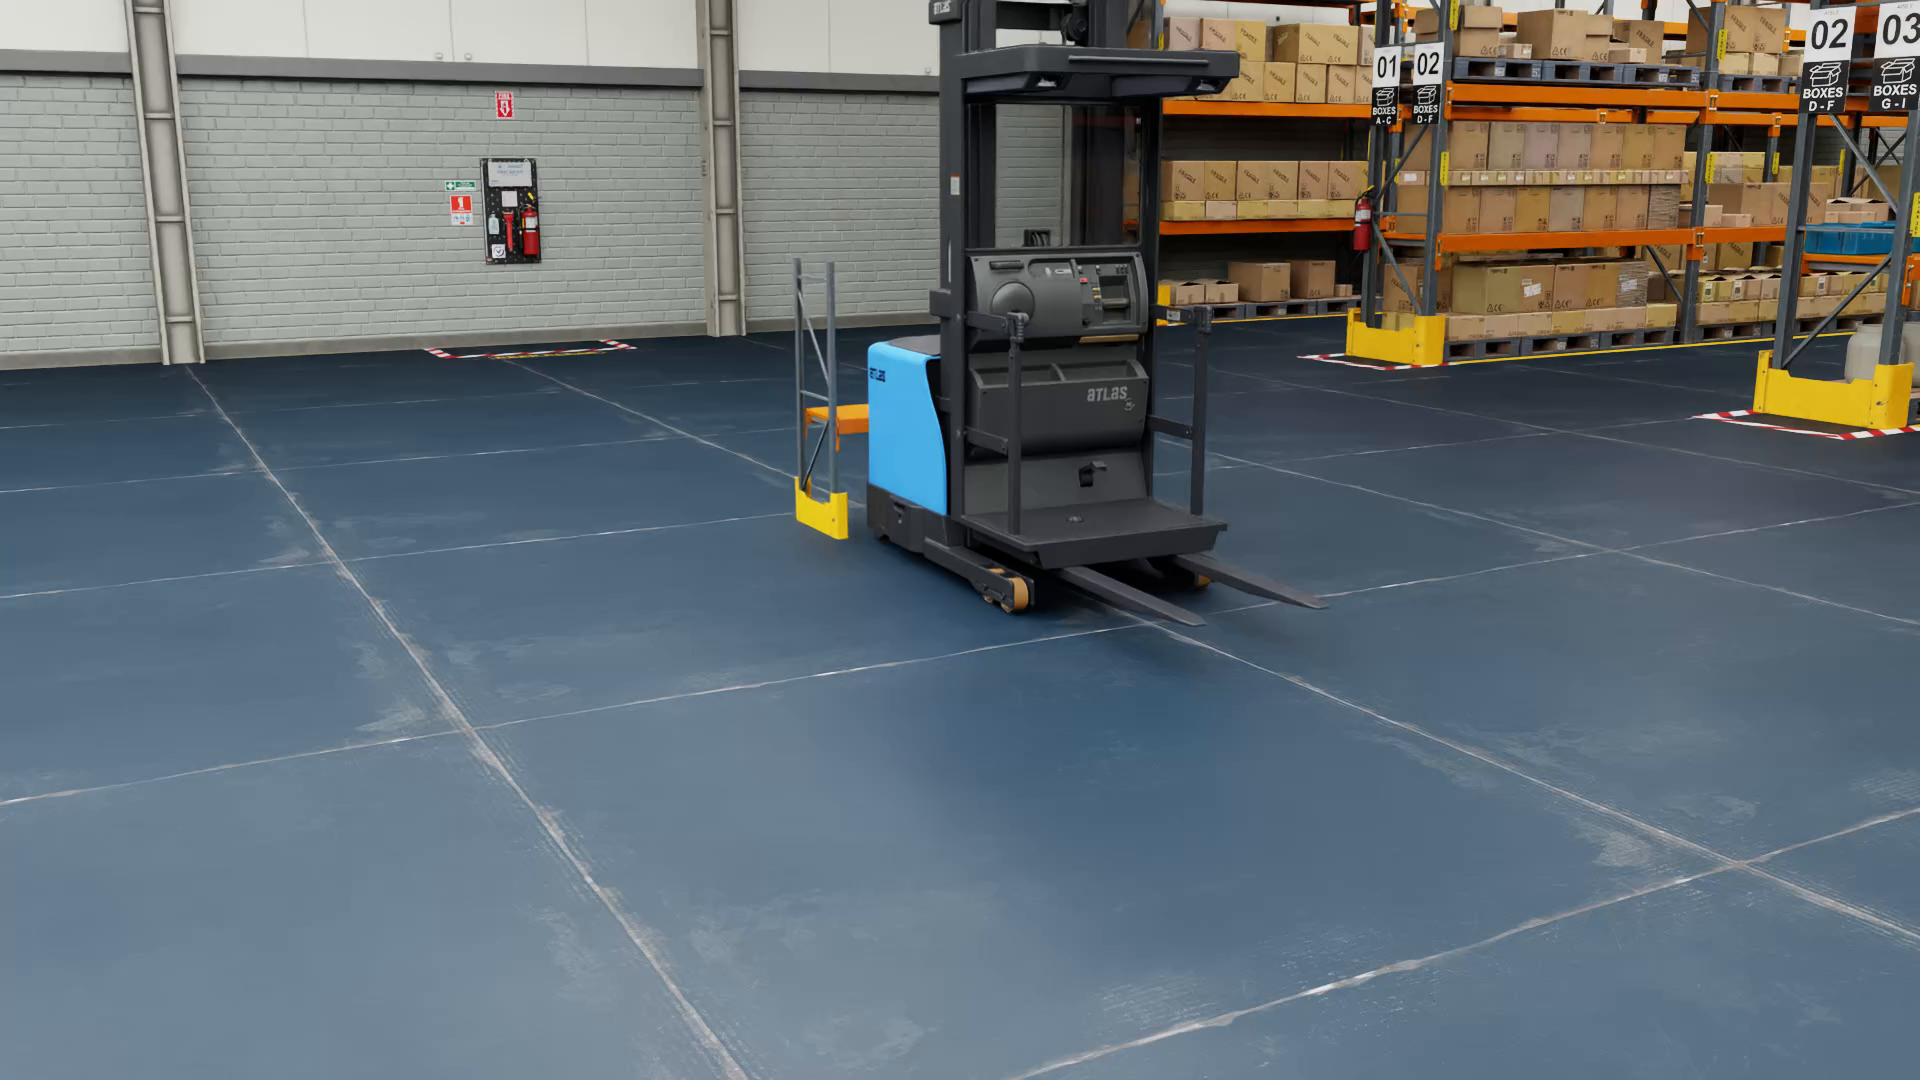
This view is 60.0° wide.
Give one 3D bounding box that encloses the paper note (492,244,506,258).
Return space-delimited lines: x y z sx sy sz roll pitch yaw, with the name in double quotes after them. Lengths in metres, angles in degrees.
-5.206 -3.260 18.768 0.142 0.148 0.016 -7 14 -28 "paper note"

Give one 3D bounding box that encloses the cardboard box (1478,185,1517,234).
5.488 -3.536 17.760 0.500 0.500 0.700 -6 14 -26 "cardboard box"

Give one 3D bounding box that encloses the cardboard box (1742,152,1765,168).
12.482 -6.072 26.598 0.500 0.250 0.500 -6 14 -26 "cardboard box"

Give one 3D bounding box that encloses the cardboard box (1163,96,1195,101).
2.649 -5.847 21.154 0.500 0.500 0.500 -6 14 -26 "cardboard box"

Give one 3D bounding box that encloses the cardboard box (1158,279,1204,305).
2.887 -3.297 22.047 0.500 0.311 0.500 -9 15 -34 "cardboard box"

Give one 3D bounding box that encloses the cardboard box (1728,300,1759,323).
9.046 -2.716 19.654 0.500 0.250 0.500 -6 14 -26 "cardboard box"

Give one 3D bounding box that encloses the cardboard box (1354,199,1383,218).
5.477 -4.587 22.957 0.500 0.250 0.500 -7 14 -28 "cardboard box"

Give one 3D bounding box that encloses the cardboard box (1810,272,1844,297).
10.396 -3.152 20.310 0.500 0.311 0.500 -7 14 -28 "cardboard box"

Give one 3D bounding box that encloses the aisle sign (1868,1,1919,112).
7.060 -3.633 12.500 0.004 0.787 0.394 -7 14 -28 "aisle sign"

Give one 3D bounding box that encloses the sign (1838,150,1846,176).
11.367 -4.855 21.395 0.005 0.325 0.100 -7 14 -28 "sign"

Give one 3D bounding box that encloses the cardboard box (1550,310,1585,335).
6.508 -2.418 18.330 0.500 0.250 0.500 -7 14 -28 "cardboard box"

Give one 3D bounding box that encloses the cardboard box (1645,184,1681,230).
7.737 -3.806 18.960 0.500 0.500 0.700 -7 15 -29 "cardboard box"

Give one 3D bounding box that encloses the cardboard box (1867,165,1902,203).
12.134 -4.567 21.387 0.700 0.500 0.500 11 17 41 "cardboard box"

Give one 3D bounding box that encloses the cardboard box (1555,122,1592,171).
6.416 -4.280 18.113 0.500 0.500 0.700 -7 14 -28 "cardboard box"

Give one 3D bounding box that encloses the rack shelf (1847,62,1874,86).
8.739 -3.752 13.755 4.000 0.370 1.077 -7 14 -28 "rack shelf"

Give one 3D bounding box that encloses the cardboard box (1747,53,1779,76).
9.150 -5.521 19.364 0.500 0.250 0.500 -8 15 -33 "cardboard box"

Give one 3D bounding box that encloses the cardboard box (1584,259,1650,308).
7.377 -2.893 18.729 0.500 0.500 0.500 -7 14 -28 "cardboard box"

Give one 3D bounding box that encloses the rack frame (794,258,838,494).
-0.800 -0.797 9.233 0.032 1.500 0.500 -7 14 -27 "rack frame"

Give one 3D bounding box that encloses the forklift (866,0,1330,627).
0.577 -1.206 7.790 1.130 2.935 3.031 -6 14 -25 "forklift"

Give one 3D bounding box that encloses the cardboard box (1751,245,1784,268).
13.475 -4.645 27.654 0.500 0.500 0.700 -7 14 -27 "cardboard box"

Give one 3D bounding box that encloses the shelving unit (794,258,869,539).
-0.342 -0.850 9.469 1.083 1.500 0.587 -7 14 -27 "shelving unit"

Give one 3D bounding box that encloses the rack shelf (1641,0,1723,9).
6.368 -5.975 17.713 4.000 0.370 1.077 -7 14 -28 "rack shelf"

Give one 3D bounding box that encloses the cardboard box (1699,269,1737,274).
9.235 -3.148 20.292 0.500 0.311 0.500 -7 14 -28 "cardboard box"

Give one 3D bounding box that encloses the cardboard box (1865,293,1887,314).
11.290 -2.987 20.854 0.500 0.250 0.500 -6 14 -27 "cardboard box"

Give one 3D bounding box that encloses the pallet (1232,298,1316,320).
4.102 -3.192 22.812 1.213 0.211 1.003 -7 14 -28 "pallet"

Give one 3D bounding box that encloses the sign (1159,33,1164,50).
2.496 -6.123 20.664 0.005 0.325 0.100 -7 14 -28 "sign"

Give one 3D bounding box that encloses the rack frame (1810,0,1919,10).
6.983 -5.356 12.412 0.127 3.000 1.000 -7 14 -28 "rack frame"

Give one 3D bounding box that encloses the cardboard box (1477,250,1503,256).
7.672 -4.352 24.599 0.500 0.250 0.500 -7 14 -28 "cardboard box"

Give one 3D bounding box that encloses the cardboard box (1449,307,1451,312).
5.375 -2.416 18.317 0.500 0.250 0.500 -7 14 -28 "cardboard box"

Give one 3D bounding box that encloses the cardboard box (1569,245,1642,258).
9.966 -4.388 25.715 0.750 0.750 0.750 -7 14 -29 "cardboard box"

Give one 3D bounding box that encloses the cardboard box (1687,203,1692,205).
8.808 -3.867 19.767 0.258 0.266 0.396 -7 15 -29 "cardboard box"

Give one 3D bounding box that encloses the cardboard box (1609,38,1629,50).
7.082 -5.439 18.541 0.500 0.311 0.500 -8 15 -31 "cardboard box"

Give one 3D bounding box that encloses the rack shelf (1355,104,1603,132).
7.503 -6.082 24.108 4.000 0.370 1.077 -7 14 -28 "rack shelf"

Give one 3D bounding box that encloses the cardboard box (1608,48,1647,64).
7.196 -5.239 18.022 0.250 0.149 0.380 -7 14 -28 "cardboard box"

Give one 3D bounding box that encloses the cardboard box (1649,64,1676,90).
10.588 -7.090 25.721 0.500 0.500 0.700 -6 14 -25 "cardboard box"

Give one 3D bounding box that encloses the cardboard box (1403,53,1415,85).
6.265 -6.518 23.224 0.500 0.500 0.500 -5 13 -20 "cardboard box"

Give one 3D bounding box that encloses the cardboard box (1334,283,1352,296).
5.292 -3.529 23.411 0.250 0.166 0.380 -9 16 -35 "cardboard box"

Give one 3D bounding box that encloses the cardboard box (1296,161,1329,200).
4.598 -4.848 22.405 0.500 0.500 0.500 -7 15 -29 "cardboard box"

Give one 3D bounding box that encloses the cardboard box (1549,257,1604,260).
7.132 -2.991 19.168 0.500 0.500 0.500 -7 14 -28 "cardboard box"

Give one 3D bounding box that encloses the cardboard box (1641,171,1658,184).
7.541 -4.046 18.552 0.250 0.149 0.380 -7 15 -30 "cardboard box"

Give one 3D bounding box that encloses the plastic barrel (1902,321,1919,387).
7.964 -1.557 13.905 0.421 0.512 0.421 0 13 0 "plastic barrel"

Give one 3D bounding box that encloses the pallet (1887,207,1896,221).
12.196 -4.217 21.451 1.003 0.211 1.213 -7 14 -28 "pallet"

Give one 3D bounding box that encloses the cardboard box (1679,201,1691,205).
11.233 -5.247 26.118 0.250 0.149 0.380 -6 14 -26 "cardboard box"

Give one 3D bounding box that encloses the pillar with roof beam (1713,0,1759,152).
15.032 -7.938 23.886 0.400 9.000 9.100 -7 14 -28 "pillar with roof beam"

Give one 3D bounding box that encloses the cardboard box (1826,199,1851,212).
10.757 -4.125 20.811 0.500 0.311 0.500 -7 14 -29 "cardboard box"

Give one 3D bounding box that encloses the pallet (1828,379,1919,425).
7.743 -1.170 13.828 1.213 0.211 1.003 -7 14 -28 "pallet"

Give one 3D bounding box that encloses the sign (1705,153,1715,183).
8.391 -4.159 18.605 0.005 0.325 0.100 -7 14 -28 "sign"

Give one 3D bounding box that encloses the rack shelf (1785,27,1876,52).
14.524 -8.192 27.563 4.000 0.370 1.077 -7 14 -28 "rack shelf"

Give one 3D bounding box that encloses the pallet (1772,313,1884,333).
10.894 -2.786 21.008 1.213 0.211 1.003 -7 14 -28 "pallet"

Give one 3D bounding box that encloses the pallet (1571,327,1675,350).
7.406 -2.369 19.154 1.213 0.211 1.003 -7 14 -28 "pallet"

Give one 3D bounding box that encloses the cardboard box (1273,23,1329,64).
4.508 -6.547 21.987 0.500 0.500 0.500 -7 15 -30 "cardboard box"

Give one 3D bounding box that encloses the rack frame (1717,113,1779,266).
12.769 -5.601 27.163 0.127 3.000 1.000 -7 14 -28 "rack frame"

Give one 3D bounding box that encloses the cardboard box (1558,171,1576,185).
6.410 -3.911 17.948 0.250 0.149 0.380 -7 14 -27 "cardboard box"

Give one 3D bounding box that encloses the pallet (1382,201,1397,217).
6.488 -4.718 23.678 1.213 0.211 1.003 -7 14 -28 "pallet"

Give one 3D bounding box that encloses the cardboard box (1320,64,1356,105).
4.972 -6.129 22.408 0.500 0.500 0.500 -8 15 -33 "cardboard box"

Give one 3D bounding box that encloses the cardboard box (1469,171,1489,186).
5.291 -3.777 17.356 0.250 0.149 0.380 -7 15 -29 "cardboard box"

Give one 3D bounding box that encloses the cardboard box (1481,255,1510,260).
7.721 -4.000 24.741 0.500 0.500 0.700 -7 14 -28 "cardboard box"

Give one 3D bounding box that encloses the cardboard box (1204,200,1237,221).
3.266 -4.322 21.779 0.500 0.250 0.500 -7 15 -30 "cardboard box"

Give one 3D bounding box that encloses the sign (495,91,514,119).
-5.072 -4.844 18.522 0.199 0.298 0.001 -7 14 -28 "sign"

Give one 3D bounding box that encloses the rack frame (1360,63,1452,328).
4.613 -3.384 17.314 0.127 3.000 1.000 -7 14 -28 "rack frame"
